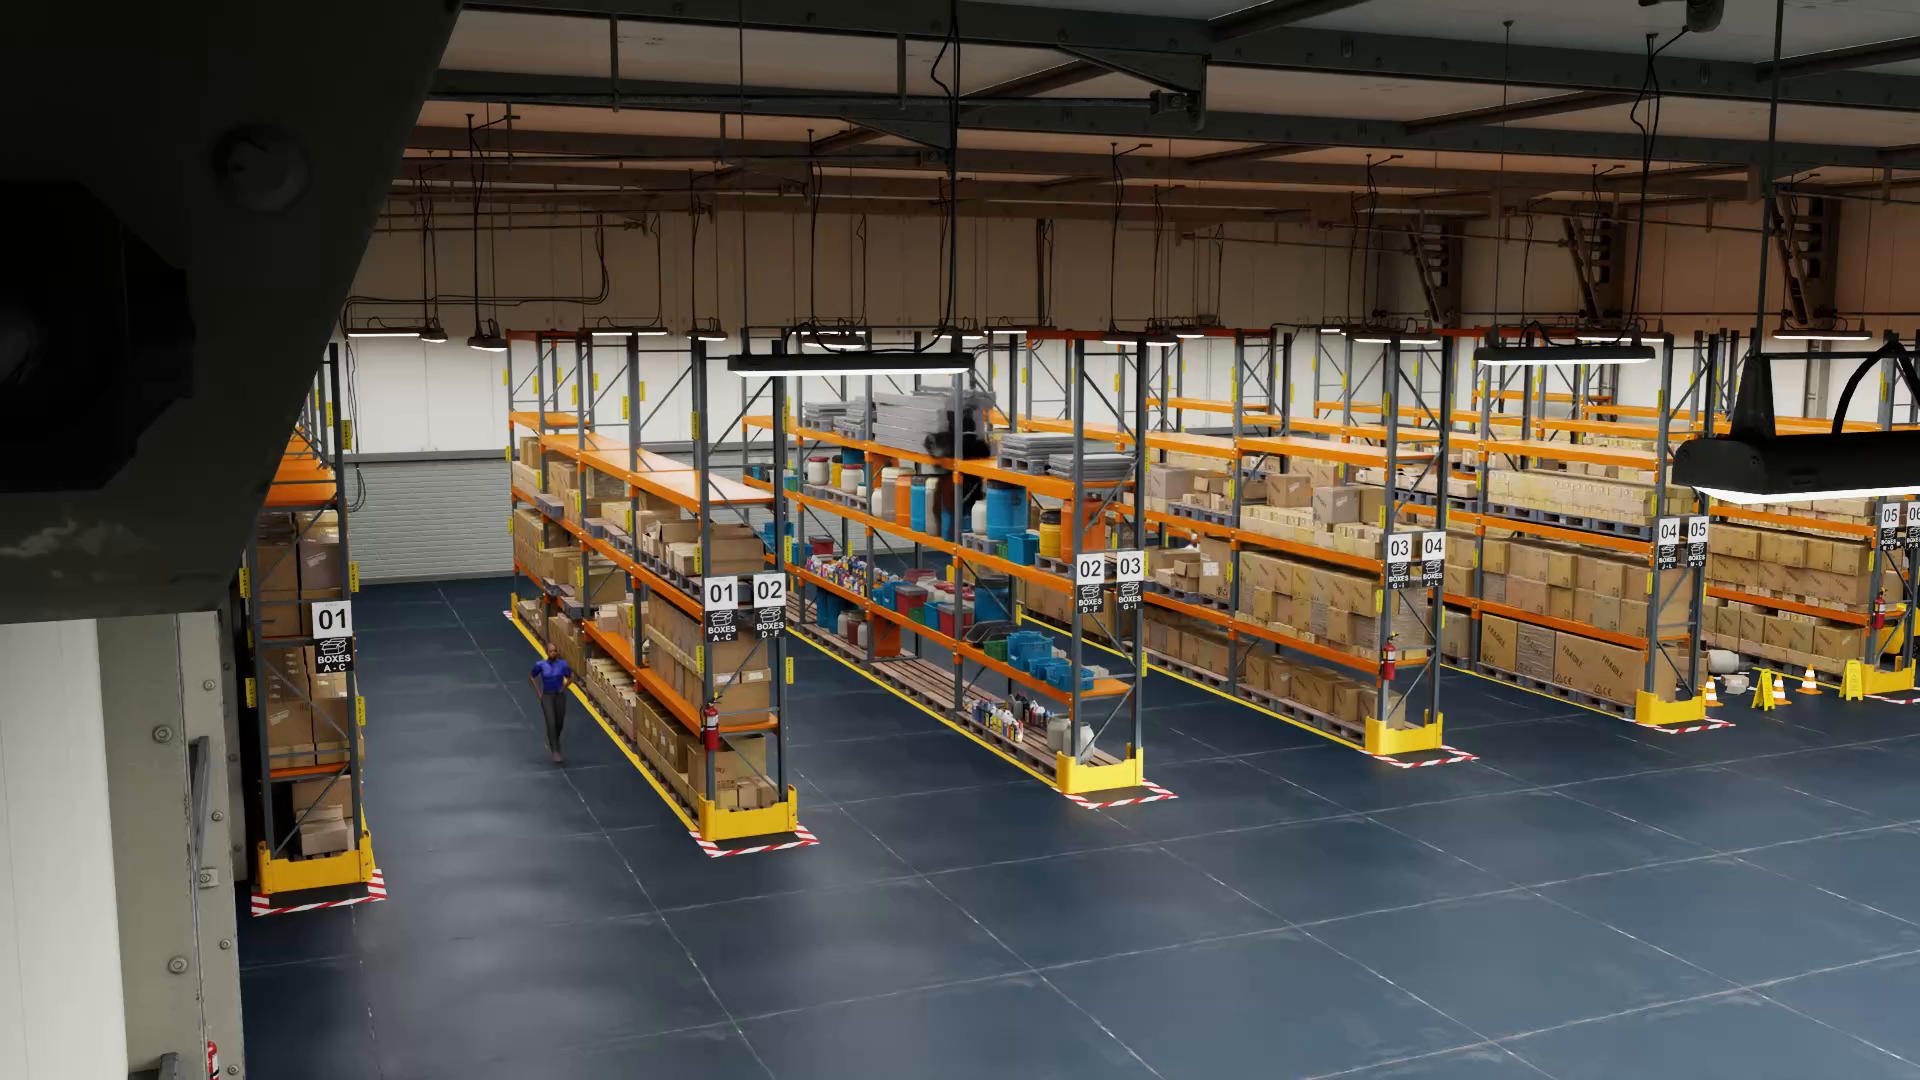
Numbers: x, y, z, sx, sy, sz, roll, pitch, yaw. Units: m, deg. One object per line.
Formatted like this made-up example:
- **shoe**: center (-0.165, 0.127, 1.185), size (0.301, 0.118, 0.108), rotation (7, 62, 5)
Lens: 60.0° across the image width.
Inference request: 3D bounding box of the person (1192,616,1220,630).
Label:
- **person**: center (4.870, 1.031, 32.882), size (0.555, 1.682, 0.841), rotation (-4, 9, -29)

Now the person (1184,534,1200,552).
- **person**: center (5.010, 0.687, 35.683), size (0.616, 1.663, 0.823), rotation (-3, 8, -21)

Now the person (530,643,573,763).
- **person**: center (-5.809, 2.285, 23.756), size (0.591, 1.657, 0.816), rotation (-4, 9, -25)
